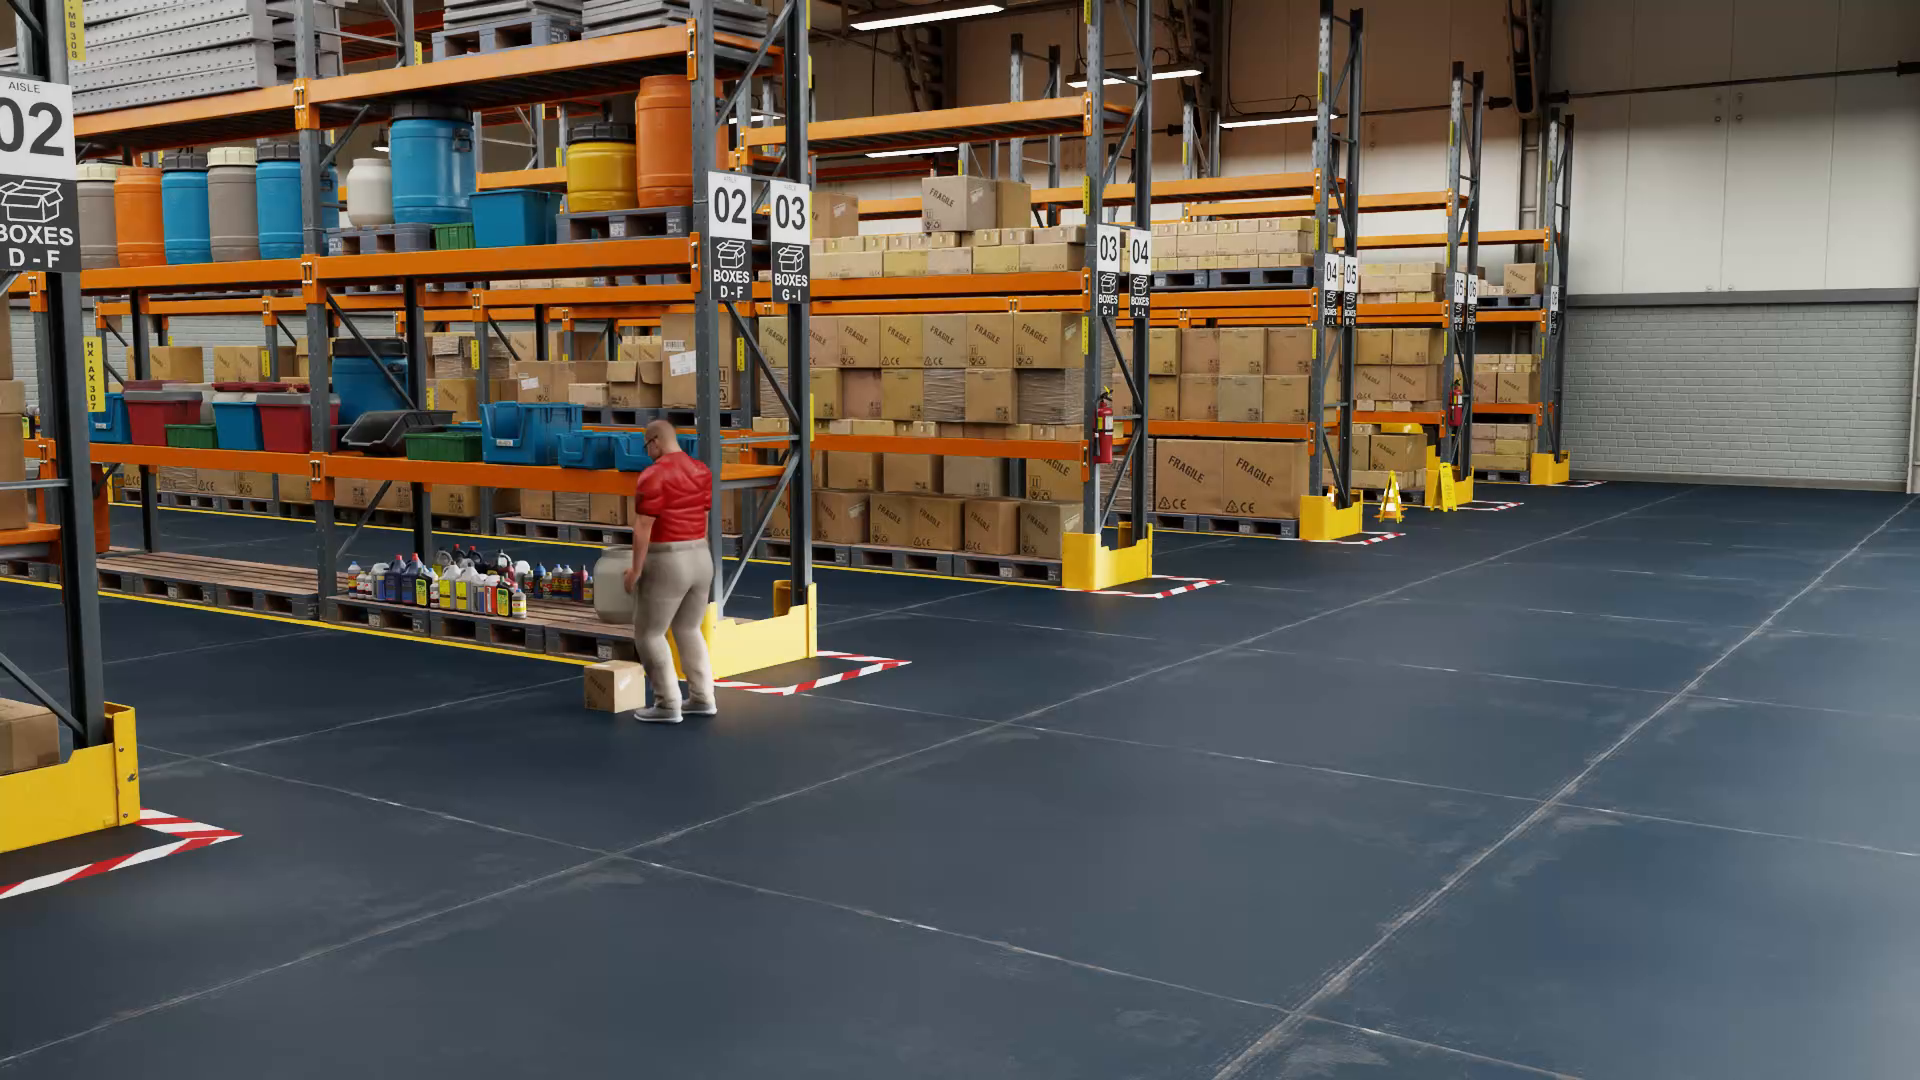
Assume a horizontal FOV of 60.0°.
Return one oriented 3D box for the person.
[{"bbox_3d":[-1.632,0.177,9.396,0.377,1.704,0.544,4,8,35],"label":"person"}]
